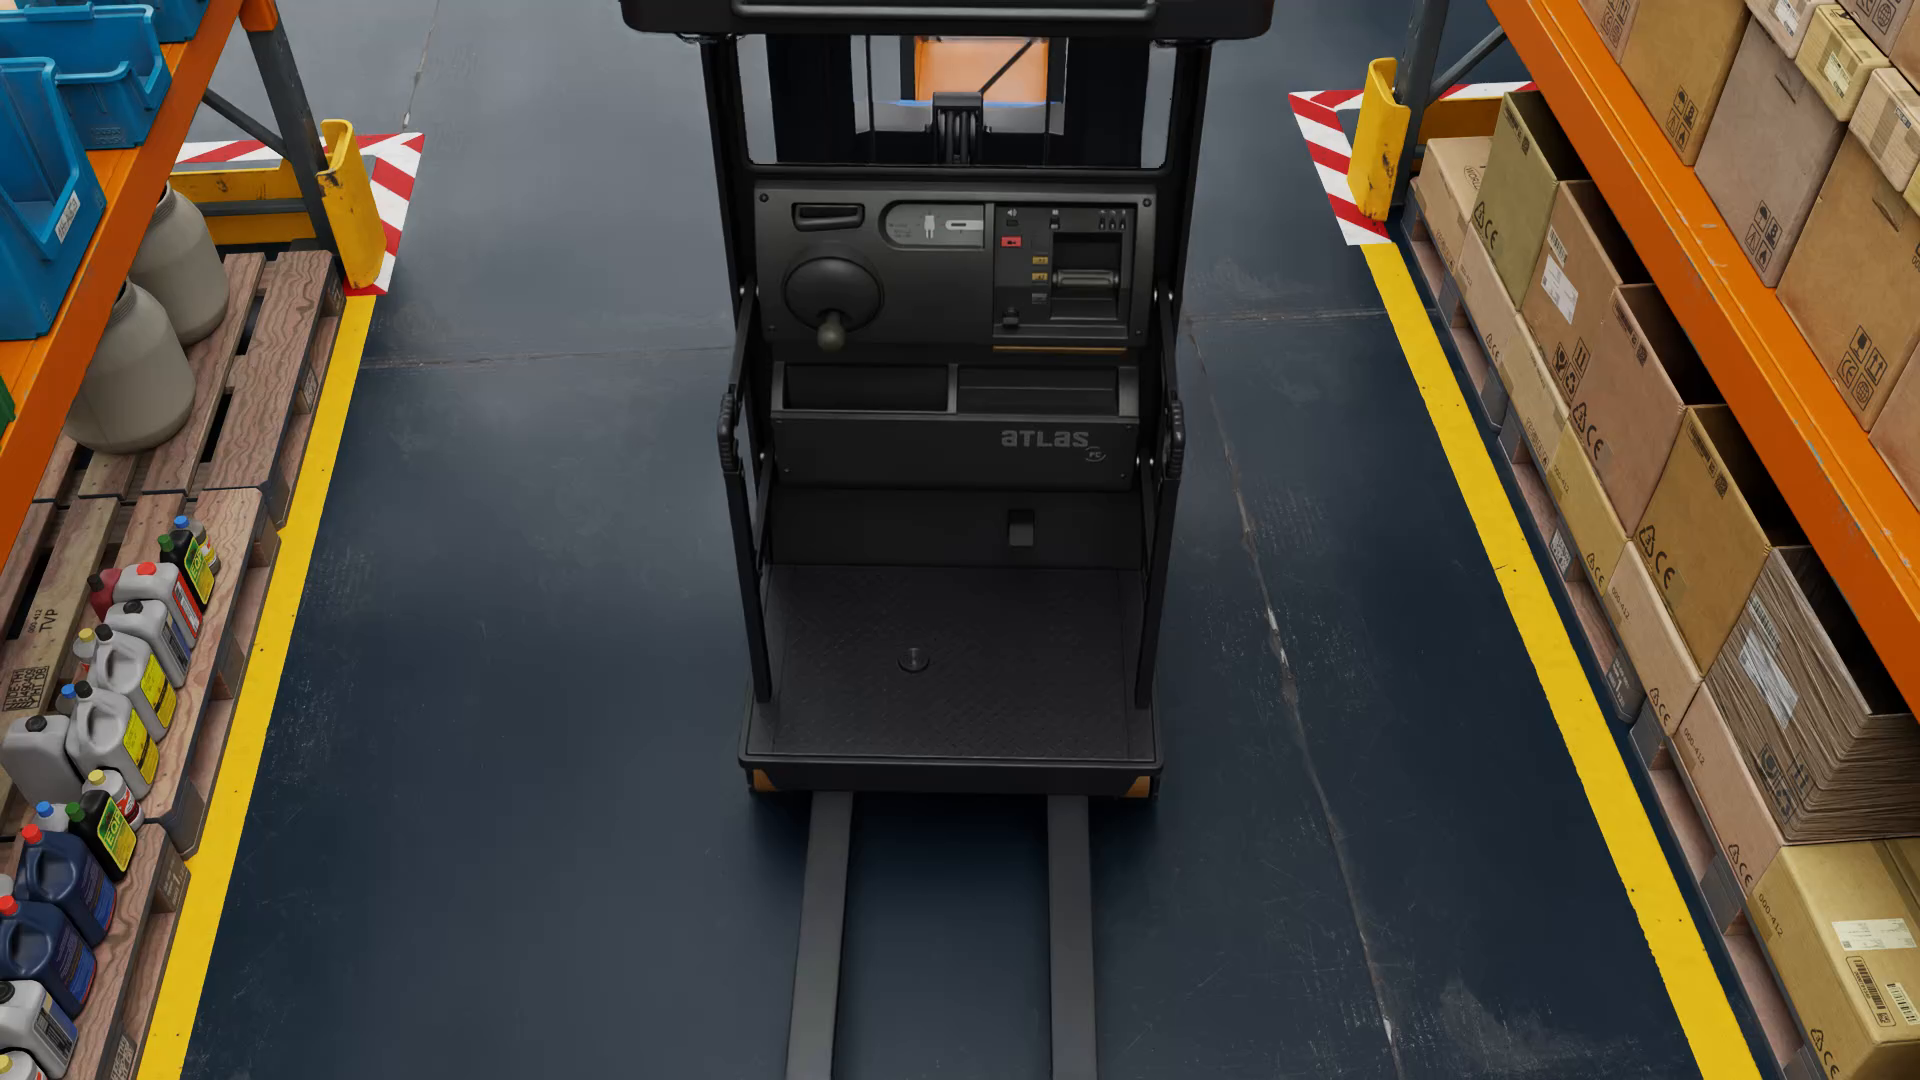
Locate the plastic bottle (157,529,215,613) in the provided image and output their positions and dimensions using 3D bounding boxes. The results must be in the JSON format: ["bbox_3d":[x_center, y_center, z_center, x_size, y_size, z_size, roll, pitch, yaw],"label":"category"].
[{"bbox_3d":[-2.187,0.067,4.688,0.061,0.283,0.133,-2,47,-2],"label":"plastic bottle"}]

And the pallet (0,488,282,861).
[{"bbox_3d":[-2.591,0.378,4.746,1.003,0.211,1.213,-3,47,-3],"label":"pallet"}]

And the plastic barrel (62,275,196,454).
[{"bbox_3d":[-2.632,-0.556,5.135,0.421,0.512,0.421,0,47,0],"label":"plastic barrel"}]

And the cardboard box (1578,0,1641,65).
[{"bbox_3d":[2.206,-1.716,4.740,0.700,0.500,0.500,-2,47,-2],"label":"cardboard box"}]

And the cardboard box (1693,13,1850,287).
[{"bbox_3d":[2.289,-0.976,4.039,0.700,0.500,0.500,-2,47,-2],"label":"cardboard box"}]

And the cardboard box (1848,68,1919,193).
[{"bbox_3d":[2.125,-0.865,3.488,0.380,0.149,0.250,-2,47,-2],"label":"cardboard box"}]

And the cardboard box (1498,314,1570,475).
[{"bbox_3d":[2.041,-0.474,5.237,0.500,0.250,0.500,-3,47,-3],"label":"cardboard box"}]

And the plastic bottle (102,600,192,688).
[{"bbox_3d":[-2.210,0.271,4.501,0.152,0.276,0.135,-5,47,-4],"label":"plastic bottle"}]

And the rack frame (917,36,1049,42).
[{"bbox_3d":[0.092,-1.914,6.030,0.500,1.500,0.032,1,47,1],"label":"rack frame"}]

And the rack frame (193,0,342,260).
[{"bbox_3d":[-2.806,-2.101,5.174,1.000,3.000,0.127,-3,47,-3],"label":"rack frame"}]

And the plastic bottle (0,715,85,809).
[{"bbox_3d":[-2.322,0.552,4.234,0.152,0.276,0.135,-3,47,-3],"label":"plastic bottle"}]

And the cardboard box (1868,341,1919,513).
[{"bbox_3d":[2.372,-0.242,3.344,0.700,0.500,0.500,-4,47,-4],"label":"cardboard box"}]

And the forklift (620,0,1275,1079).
[{"bbox_3d":[-0.014,-0.538,3.741,1.130,2.935,3.031,1,47,1],"label":"forklift"}]

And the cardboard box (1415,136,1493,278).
[{"bbox_3d":[1.954,-1.197,5.922,0.500,0.250,0.500,-3,47,-3],"label":"cardboard box"}]

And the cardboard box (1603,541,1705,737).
[{"bbox_3d":[2.120,0.250,4.552,0.500,0.250,0.500,-3,47,-3],"label":"cardboard box"}]

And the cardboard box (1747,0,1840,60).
[{"bbox_3d":[2.077,-1.248,3.850,0.380,0.149,0.250,-3,47,-3],"label":"cardboard box"}]

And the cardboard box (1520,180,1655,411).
[{"bbox_3d":[2.052,-0.732,4.966,0.500,0.500,0.500,-3,47,-3],"label":"cardboard box"}]

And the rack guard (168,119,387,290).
[{"bbox_3d":[-2.752,-1.190,6.032,1.175,0.500,0.348,-3,47,-3],"label":"rack guard"}]

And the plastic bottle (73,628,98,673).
[{"bbox_3d":[-2.332,0.317,4.508,0.097,0.201,0.097,0,47,0],"label":"plastic bottle"}]

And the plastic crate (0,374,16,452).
[{"bbox_3d":[-2.303,-0.134,3.457,0.450,0.188,0.662,-3,47,-3],"label":"plastic crate"}]

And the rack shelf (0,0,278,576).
[{"bbox_3d":[-2.638,-0.407,4.065,1.077,0.370,4.000,-3,47,-3],"label":"rack shelf"}]

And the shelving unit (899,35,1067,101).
[{"bbox_3d":[0.080,-1.538,5.674,0.587,1.500,1.083,1,47,1],"label":"shelving unit"}]

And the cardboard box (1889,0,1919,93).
[{"bbox_3d":[2.337,-1.035,3.202,0.700,0.500,0.500,-4,47,-3],"label":"cardboard box"}]

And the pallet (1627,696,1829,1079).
[{"bbox_3d":[2.441,0.875,4.276,1.003,0.211,1.213,-3,47,-3],"label":"pallet"}]

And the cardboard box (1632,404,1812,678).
[{"bbox_3d":[2.133,-0.009,4.280,0.500,0.500,0.500,-3,47,-3],"label":"cardboard box"}]

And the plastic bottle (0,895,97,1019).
[{"bbox_3d":[-2.125,0.943,3.812,0.144,0.351,0.185,-2,47,-2],"label":"plastic bottle"}]

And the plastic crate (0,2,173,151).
[{"bbox_3d":[-2.417,-1.236,4.457,0.499,0.251,0.408,-3,47,-3],"label":"plastic crate"}]

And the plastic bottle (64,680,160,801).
[{"bbox_3d":[-2.176,0.499,4.233,0.144,0.351,0.185,-4,47,-4],"label":"plastic bottle"}]

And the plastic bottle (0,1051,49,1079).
[{"bbox_3d":[-2.078,1.199,3.672,0.097,0.201,0.097,0,47,0],"label":"plastic bottle"}]

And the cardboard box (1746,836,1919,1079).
[{"bbox_3d":[2.209,0.973,3.867,0.500,0.250,0.500,-3,47,-3],"label":"cardboard box"}]

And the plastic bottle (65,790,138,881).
[{"bbox_3d":[-2.113,0.708,4.082,0.061,0.283,0.133,-2,47,-2],"label":"plastic bottle"}]

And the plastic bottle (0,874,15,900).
[{"bbox_3d":[-2.257,0.873,3.933,0.097,0.271,0.097,0,47,0],"label":"plastic bottle"}]

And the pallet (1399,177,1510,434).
[{"bbox_3d":[2.236,-0.890,5.947,1.003,0.211,1.213,-3,47,-3],"label":"pallet"}]
